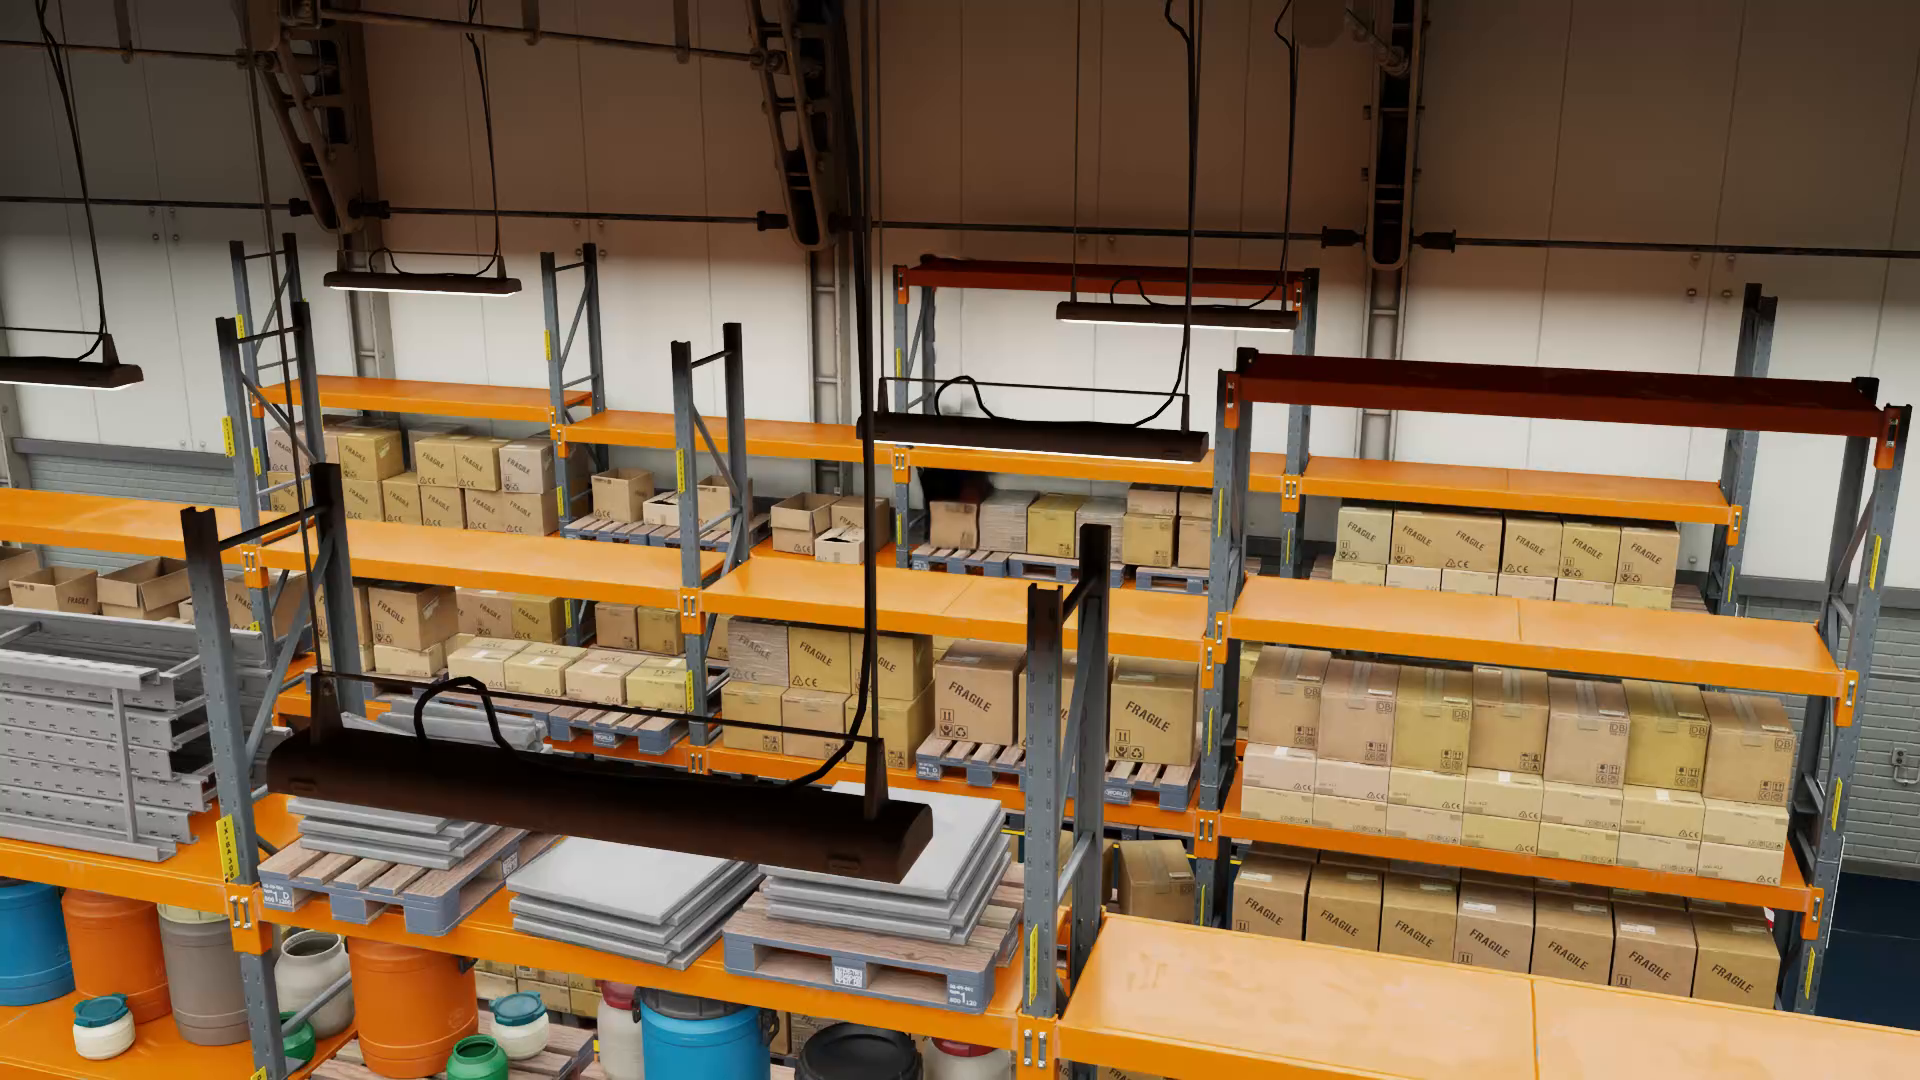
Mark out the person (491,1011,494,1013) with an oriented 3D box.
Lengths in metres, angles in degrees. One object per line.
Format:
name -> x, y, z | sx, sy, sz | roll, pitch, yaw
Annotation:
person -> -3.238, 4.055, 11.813 | 0.653, 1.631, 0.514 | 3, 16, 12
